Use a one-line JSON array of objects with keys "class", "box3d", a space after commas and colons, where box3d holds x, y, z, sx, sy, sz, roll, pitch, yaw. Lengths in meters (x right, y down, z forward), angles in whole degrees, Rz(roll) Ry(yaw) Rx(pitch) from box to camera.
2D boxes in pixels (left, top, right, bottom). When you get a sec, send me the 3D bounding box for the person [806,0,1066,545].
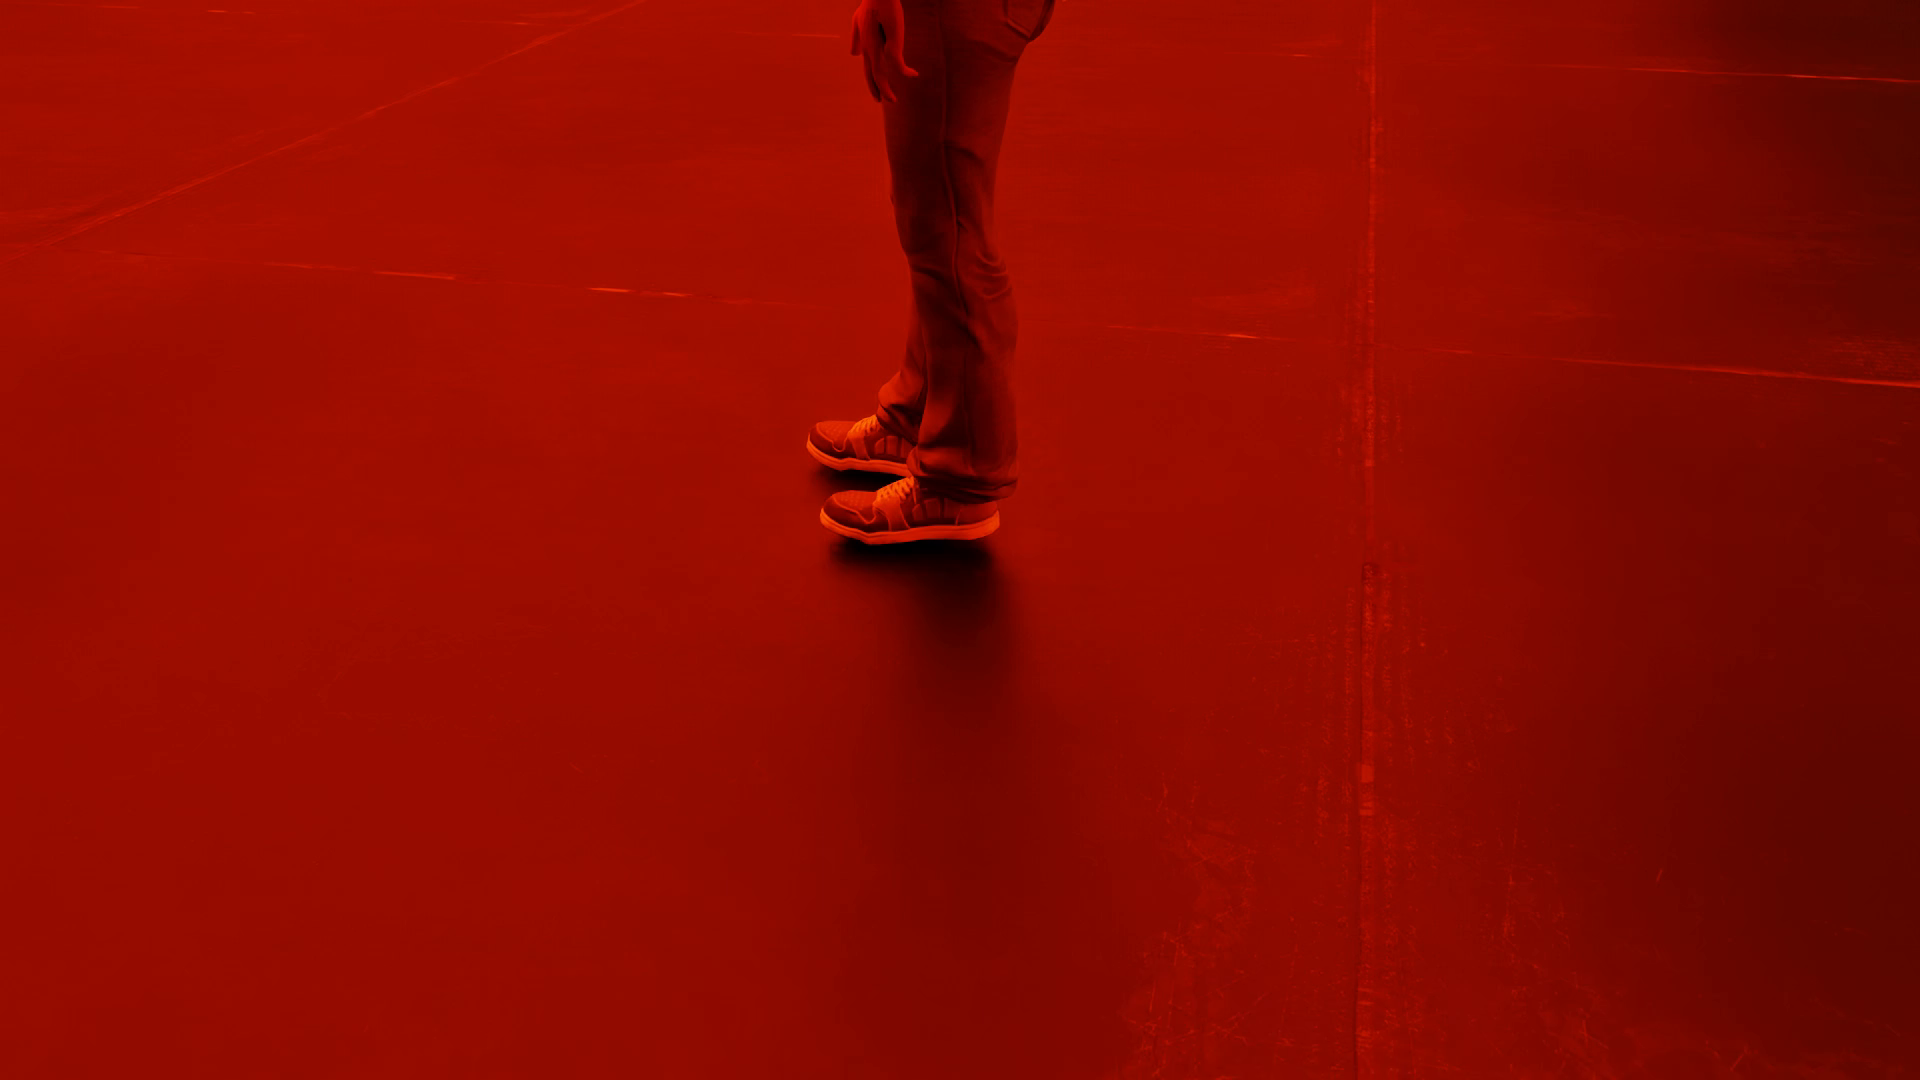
[{"class": "person", "box3d": [-0.068, -0.733, 2.164, 0.475, 1.597, 0.520, 6, 27, 11]}]
